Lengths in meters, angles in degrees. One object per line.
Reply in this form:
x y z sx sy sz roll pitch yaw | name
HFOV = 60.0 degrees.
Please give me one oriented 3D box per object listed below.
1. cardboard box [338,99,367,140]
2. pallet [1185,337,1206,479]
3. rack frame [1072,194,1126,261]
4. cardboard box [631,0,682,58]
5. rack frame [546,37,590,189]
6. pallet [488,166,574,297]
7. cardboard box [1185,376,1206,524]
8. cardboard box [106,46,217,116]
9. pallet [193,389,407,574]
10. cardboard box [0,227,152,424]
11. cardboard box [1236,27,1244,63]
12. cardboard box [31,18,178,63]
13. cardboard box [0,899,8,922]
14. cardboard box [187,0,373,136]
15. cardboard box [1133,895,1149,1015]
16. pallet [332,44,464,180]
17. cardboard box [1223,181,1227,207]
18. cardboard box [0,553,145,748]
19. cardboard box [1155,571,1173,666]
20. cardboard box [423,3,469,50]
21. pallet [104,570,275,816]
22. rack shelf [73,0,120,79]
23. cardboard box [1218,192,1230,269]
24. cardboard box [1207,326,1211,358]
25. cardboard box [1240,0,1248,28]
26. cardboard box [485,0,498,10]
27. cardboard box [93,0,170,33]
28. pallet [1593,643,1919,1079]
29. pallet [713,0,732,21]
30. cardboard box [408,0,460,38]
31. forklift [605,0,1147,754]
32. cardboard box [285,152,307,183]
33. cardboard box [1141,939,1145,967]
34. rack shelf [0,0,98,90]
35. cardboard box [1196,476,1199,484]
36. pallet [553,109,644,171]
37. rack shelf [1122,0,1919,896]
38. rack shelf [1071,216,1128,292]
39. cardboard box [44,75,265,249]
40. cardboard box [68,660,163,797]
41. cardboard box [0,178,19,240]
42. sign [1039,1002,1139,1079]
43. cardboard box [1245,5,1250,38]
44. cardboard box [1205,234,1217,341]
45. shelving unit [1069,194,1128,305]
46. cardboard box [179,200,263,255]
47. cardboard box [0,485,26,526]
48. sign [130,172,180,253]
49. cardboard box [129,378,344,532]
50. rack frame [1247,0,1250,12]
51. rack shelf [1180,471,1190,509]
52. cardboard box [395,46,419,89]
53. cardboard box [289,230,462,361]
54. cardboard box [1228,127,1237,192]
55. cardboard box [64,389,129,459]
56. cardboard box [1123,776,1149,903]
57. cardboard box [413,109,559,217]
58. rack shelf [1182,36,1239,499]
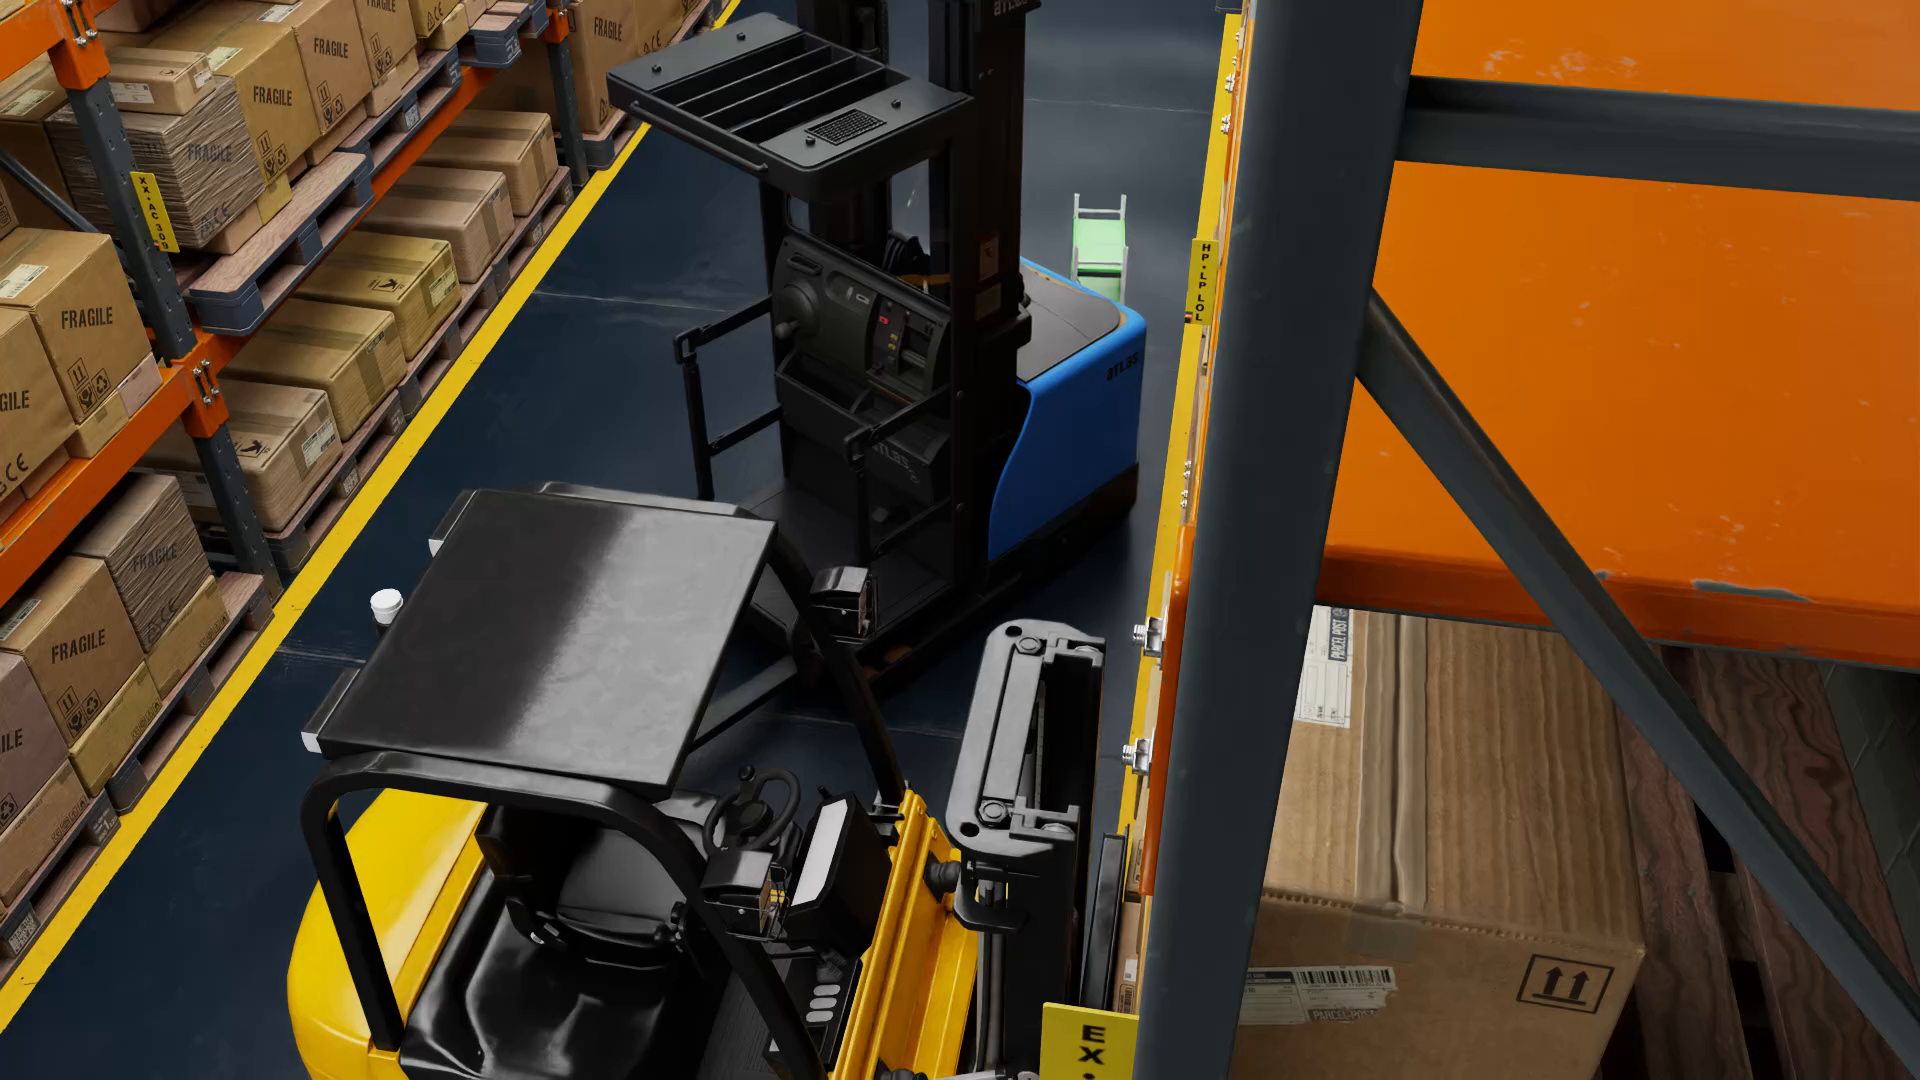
-2.972 -1.971 7.647 0.380 0.149 0.250 7 40 8 | cardboard box
1.652 -0.555 8.255 1.003 0.211 1.213 6 40 8 | pallet
0.661 -1.161 8.212 0.240 1.200 0.015 2 40 3 | rack frame
-2.483 -3.777 11.302 0.875 0.875 0.875 7 40 8 | cardboard box
-2.843 -3.450 9.569 1.000 3.000 0.127 6 40 8 | rack frame
-2.980 -1.885 9.865 1.003 0.211 1.213 6 40 8 | pallet
1.020 -0.184 5.540 0.500 0.500 0.500 5 40 6 | cardboard box
-3.106 -1.761 6.376 0.380 0.149 0.250 6 40 7 | cardboard box
-3.402 -0.354 8.013 1.003 0.211 1.213 6 40 8 | pallet
-3.367 -0.787 6.036 0.500 0.500 0.500 5 40 7 | cardboard box
1.533 -2.148 7.719 0.500 0.250 0.500 5 40 7 | cardboard box
-3.597 -1.882 7.030 0.500 0.500 0.500 7 40 8 | cardboard box
-3.638 1.329 5.617 0.500 0.250 0.500 9 40 11 | cardboard box
-2.987 -2.141 7.344 0.500 0.500 0.500 6 40 7 | cardboard box
0.676 1.093 3.996 0.500 0.500 0.500 6 40 7 | cardboard box
-3.145 -2.130 8.122 1.003 0.211 1.213 6 40 8 | pallet
1.231 -1.414 6.518 0.380 0.149 0.250 5 40 6 | cardboard box
-3.460 0.389 6.165 0.500 0.500 0.500 7 40 8 | cardboard box
0.961 0.387 5.972 0.500 0.250 0.500 6 40 7 | cardboard box
-2.728 -2.613 8.424 0.380 0.149 0.250 7 40 8 | cardboard box
-3.617 0.560 6.907 1.003 0.211 1.213 6 40 8 | pallet
-3.189 -3.074 7.324 1.077 0.370 4.000 6 40 8 | rack shelf
0.913 -0.580 3.255 0.797 0.503 0.637 8 40 9 | cardboard box
1.187 -0.866 6.169 0.500 0.250 0.500 6 40 7 | cardboard box
1.704 -2.791 8.498 0.500 0.250 0.500 6 40 8 | cardboard box
-2.643 -2.944 8.825 0.380 0.149 0.250 6 40 7 | cardboard box
-3.571 -2.254 6.971 0.380 0.149 0.250 5 40 6 | cardboard box
0.810 0.552 2.443 1.003 0.211 1.213 6 40 8 | pallet
-2.210 -4.393 12.898 1.003 0.211 1.213 6 40 8 | pallet
-2.813 -2.807 8.149 0.500 0.500 0.500 4 40 5 | cardboard box
-0.551 -0.815 6.435 1.130 2.935 3.031 32 49 32 | forklift
-3.103 -1.659 7.270 0.380 0.149 0.250 9 40 11 | cardboard box
0.599 0.815 3.589 0.380 0.149 0.250 7 40 9 | cardboard box
-3.881 -0.564 4.288 1.077 0.370 4.000 6 40 8 | rack shelf
0.550 0.098 2.621 0.396 0.266 0.258 6 40 8 | cardboard box
-2.632 -2.862 11.046 1.003 0.211 1.213 6 40 8 | pallet
1.008 -1.021 2.801 1.077 0.370 4.000 6 40 8 | rack shelf
0.647 -1.326 7.759 0.258 0.148 0.480 2 40 3 | rack shelf
-3.172 -1.518 6.590 0.500 0.500 0.500 7 40 9 | cardboard box
-3.455 0.694 6.385 0.500 0.250 0.500 5 40 6 | cardboard box
-3.825 -1.226 5.783 0.700 0.500 0.500 6 40 7 | cardboard box
0.130 0.580 1.708 0.100 0.325 0.005 6 40 8 | sign
0.977 -1.406 4.532 0.380 0.149 0.250 7 40 9 | cardboard box
1.265 -0.998 6.721 0.500 0.250 0.500 6 40 7 | cardboard box
0.647 -1.005 8.024 0.258 1.200 0.503 2 40 3 | shelving unit
-3.128 -1.317 6.856 0.380 0.149 0.250 7 40 8 | cardboard box
-3.506 -0.141 5.763 0.380 0.149 0.250 6 40 7 | cardboard box
-3.000 -1.219 6.190 0.100 0.325 0.005 6 40 8 | sign
-3.447 -0.418 7.635 0.950 0.372 0.625 7 40 8 | cardboard box
1.354 -2.707 3.962 1.000 3.000 0.127 6 40 8 | rack frame
1.008 1.137 4.585 1.077 0.370 4.000 6 40 8 | rack shelf
-2.858 -2.303 8.048 0.380 0.149 0.250 5 40 6 | cardboard box
-3.207 -1.307 8.709 0.950 0.372 0.625 8 40 9 | cardboard box
0.844 -0.924 3.949 0.380 0.149 0.250 8 40 9 | cardboard box
-3.327 -0.451 6.138 0.380 0.149 0.250 7 40 9 | cardboard box
0.788 1.020 5.206 0.500 0.250 0.500 8 40 9 | cardboard box
-2.951 -2.246 9.845 0.950 0.372 0.625 4 40 5 | cardboard box
1.700 -1.373 7.621 1.077 0.370 4.000 6 40 8 | rack shelf
